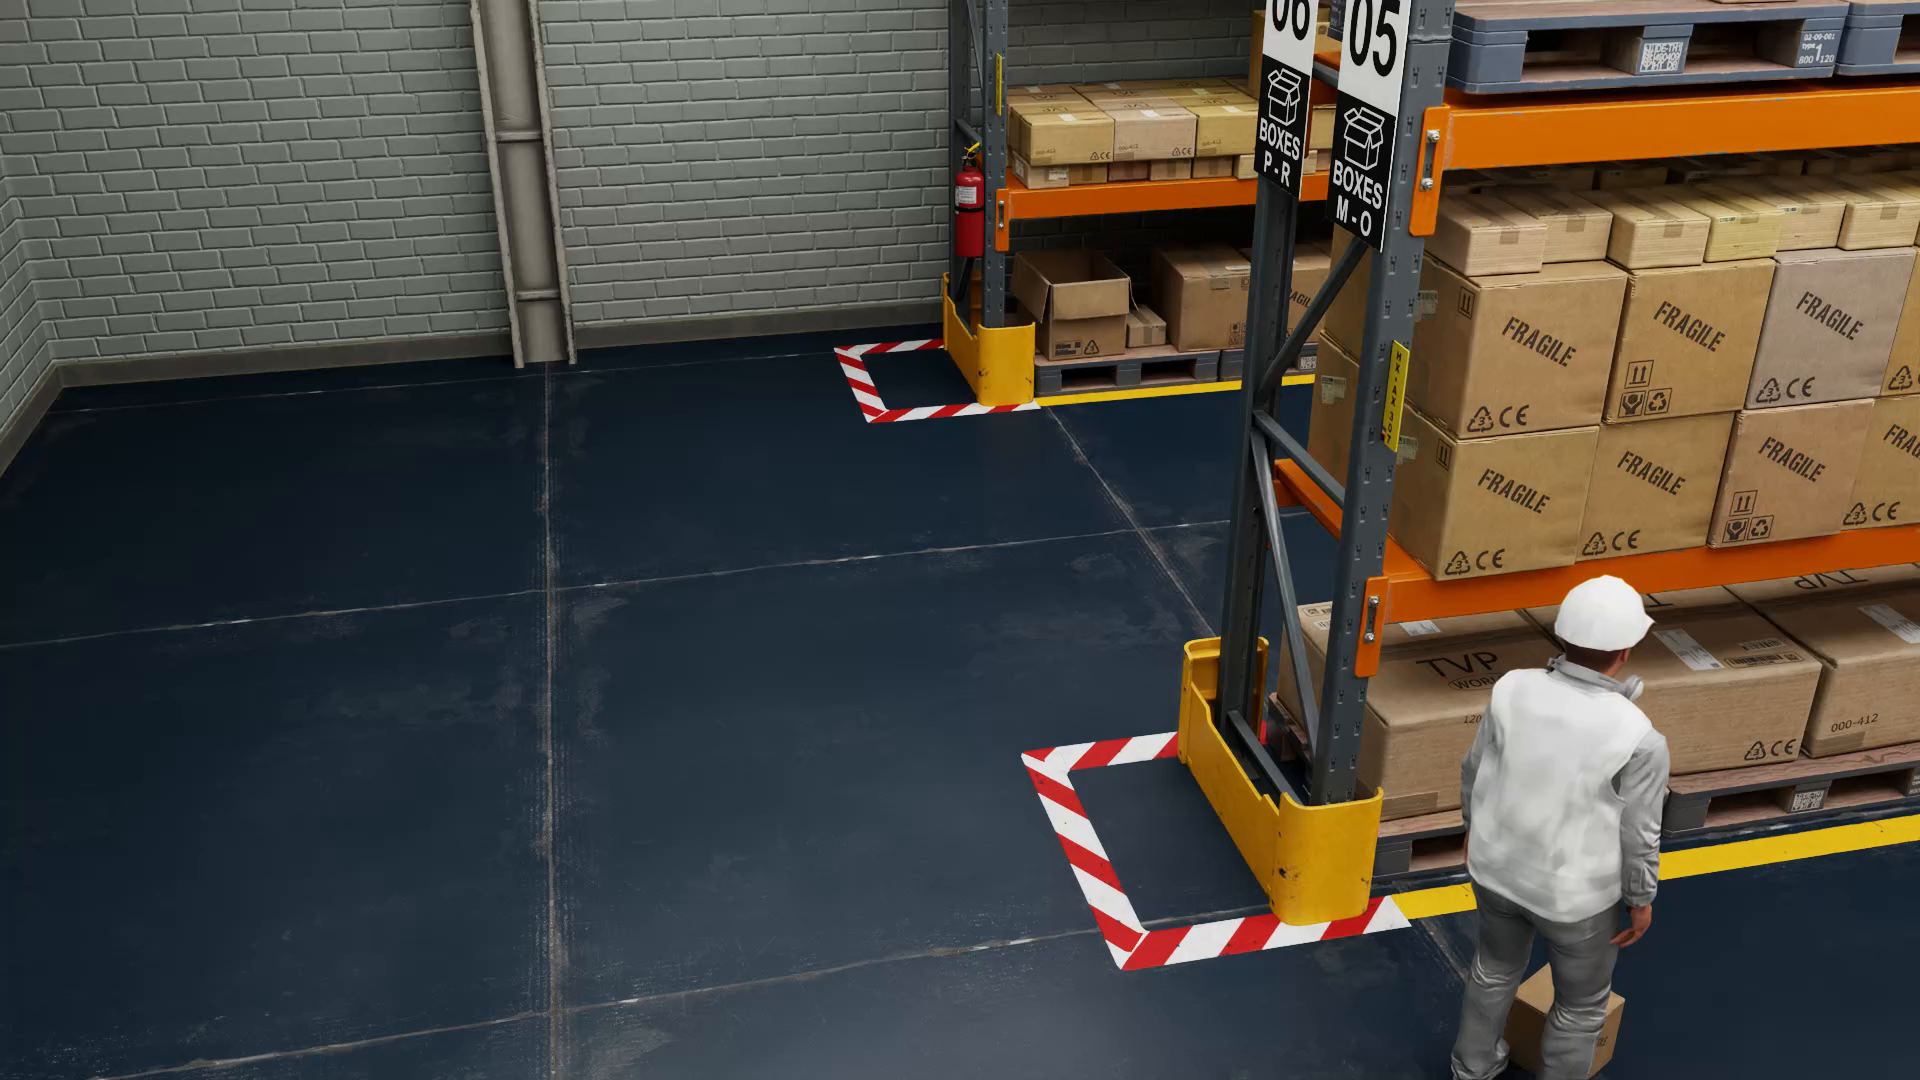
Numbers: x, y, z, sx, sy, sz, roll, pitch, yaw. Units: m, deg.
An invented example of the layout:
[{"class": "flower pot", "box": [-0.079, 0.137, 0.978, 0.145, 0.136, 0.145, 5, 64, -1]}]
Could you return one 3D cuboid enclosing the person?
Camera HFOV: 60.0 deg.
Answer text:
[{"class": "person", "box": [1.688, 0.927, 4.736, 0.463, 1.767, 0.584, -22, 34, -37]}]
